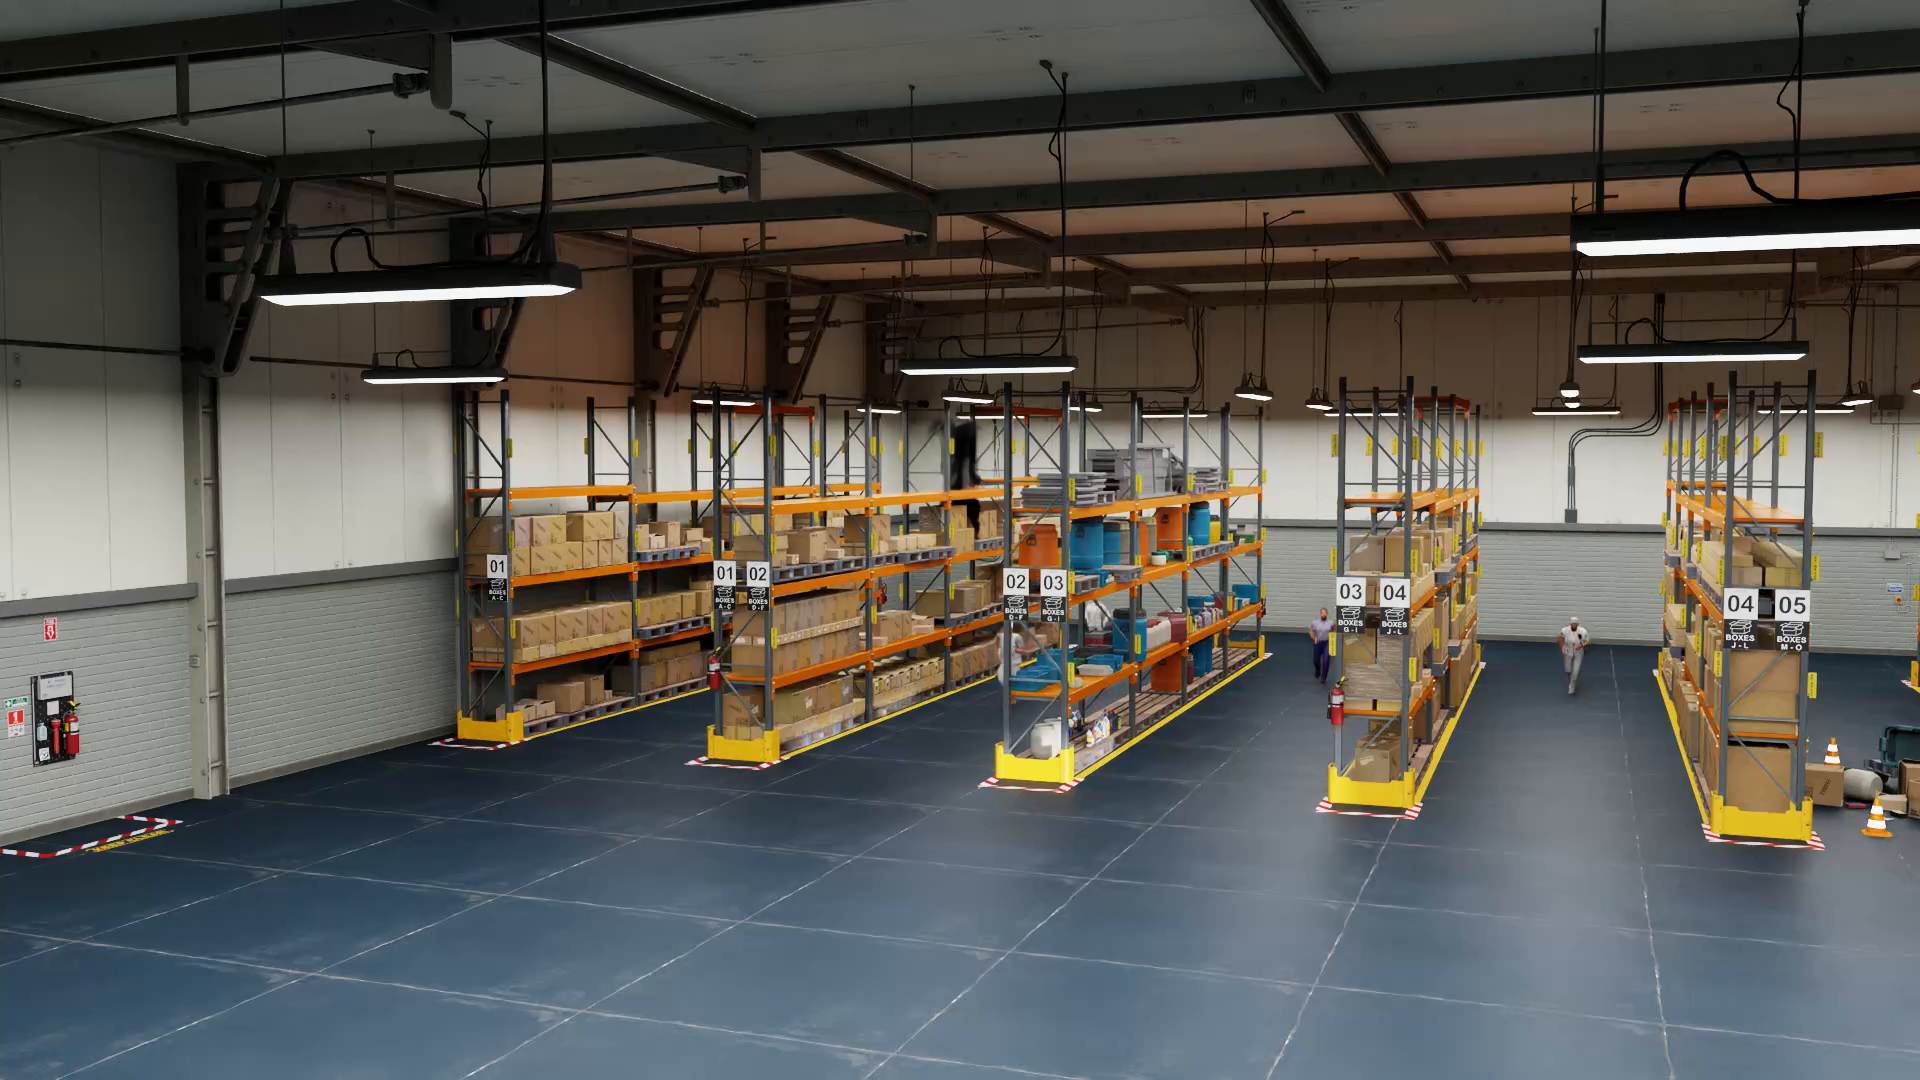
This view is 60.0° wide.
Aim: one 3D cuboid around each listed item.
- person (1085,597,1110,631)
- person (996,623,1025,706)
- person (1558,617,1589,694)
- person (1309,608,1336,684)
[{"bbox_3d":[3.192,2.028,38.935,0.625,1.654,0.724,1,3,13],"label":"person"},{"bbox_3d":[0.946,2.374,31.784,0.643,1.701,0.877,1,3,16],"label":"person"},{"bbox_3d":[12.537,2.355,33.992,0.596,1.598,0.699,1,3,18],"label":"person"},{"bbox_3d":[7.753,2.255,35.483,0.595,1.590,0.560,1,3,12],"label":"person"}]
